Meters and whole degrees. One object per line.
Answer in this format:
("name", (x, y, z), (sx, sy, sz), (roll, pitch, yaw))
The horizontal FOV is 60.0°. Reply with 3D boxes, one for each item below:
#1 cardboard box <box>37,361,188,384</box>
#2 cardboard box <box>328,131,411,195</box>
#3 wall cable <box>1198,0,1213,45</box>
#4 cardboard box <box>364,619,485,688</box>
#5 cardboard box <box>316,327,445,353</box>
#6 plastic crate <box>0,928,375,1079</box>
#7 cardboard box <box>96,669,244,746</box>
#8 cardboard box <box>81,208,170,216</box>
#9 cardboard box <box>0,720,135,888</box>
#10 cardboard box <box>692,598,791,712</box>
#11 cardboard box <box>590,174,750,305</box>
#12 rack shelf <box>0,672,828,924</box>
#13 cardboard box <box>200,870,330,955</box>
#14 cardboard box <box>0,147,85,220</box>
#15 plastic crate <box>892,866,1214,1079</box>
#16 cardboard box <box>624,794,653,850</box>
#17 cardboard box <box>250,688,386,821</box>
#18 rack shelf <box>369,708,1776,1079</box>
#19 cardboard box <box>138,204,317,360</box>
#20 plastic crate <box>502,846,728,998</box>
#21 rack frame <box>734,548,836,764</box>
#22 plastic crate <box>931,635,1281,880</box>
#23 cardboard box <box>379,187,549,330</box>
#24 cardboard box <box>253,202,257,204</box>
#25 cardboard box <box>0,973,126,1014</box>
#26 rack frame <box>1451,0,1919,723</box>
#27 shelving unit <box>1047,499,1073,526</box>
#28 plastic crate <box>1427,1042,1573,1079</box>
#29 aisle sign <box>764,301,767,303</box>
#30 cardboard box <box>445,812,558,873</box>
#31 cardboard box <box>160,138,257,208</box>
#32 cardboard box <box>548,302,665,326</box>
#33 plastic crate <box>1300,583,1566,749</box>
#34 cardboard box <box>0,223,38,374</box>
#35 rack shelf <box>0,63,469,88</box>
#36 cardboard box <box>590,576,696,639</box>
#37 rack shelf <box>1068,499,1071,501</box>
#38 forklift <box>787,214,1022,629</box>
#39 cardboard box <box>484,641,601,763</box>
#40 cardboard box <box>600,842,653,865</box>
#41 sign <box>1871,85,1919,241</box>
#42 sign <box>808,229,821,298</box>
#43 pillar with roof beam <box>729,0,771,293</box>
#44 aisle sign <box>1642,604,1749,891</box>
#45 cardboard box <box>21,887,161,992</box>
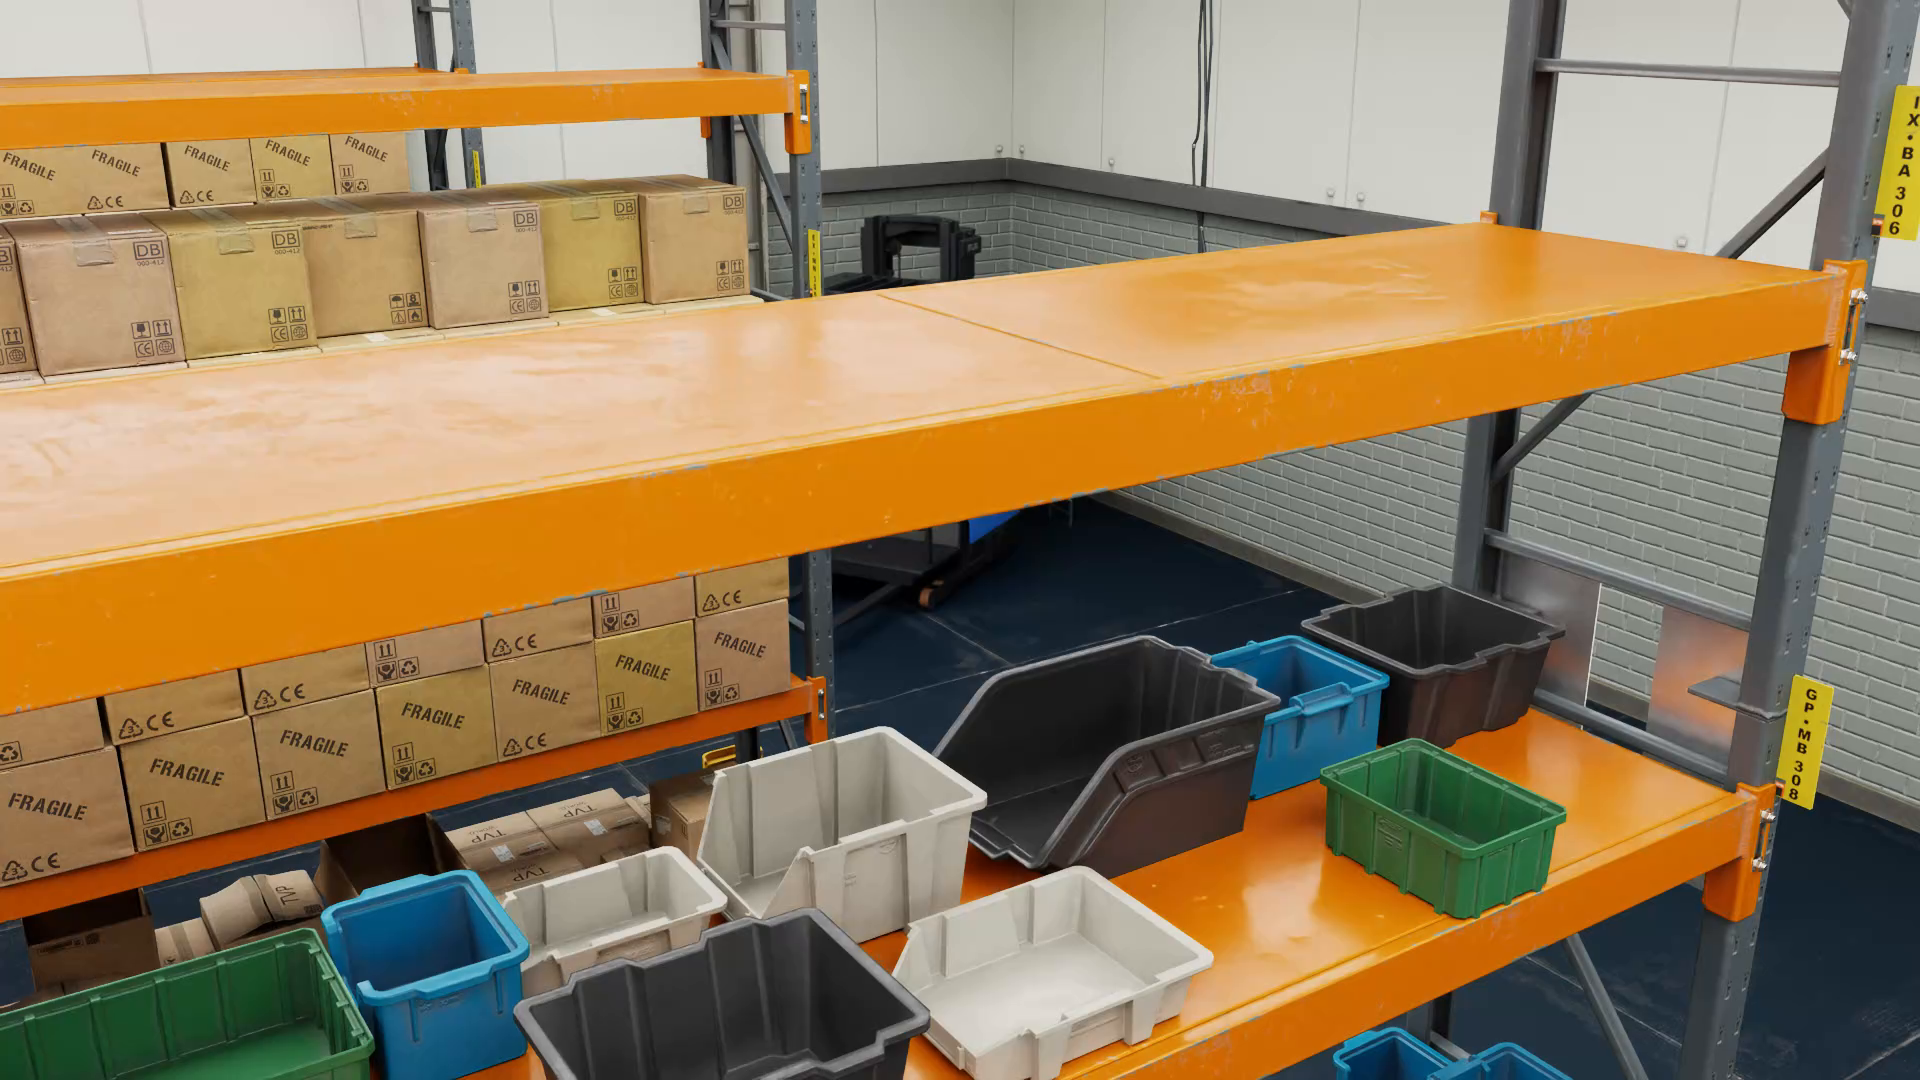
("cardboard box", (-3.353, -0.593, 6.584), (0.500, 0.250, 0.500), (-12, 22, -31))
("cardboard box", (-4.160, -2.677, 11.546), (0.500, 0.500, 0.500), (-12, 22, -32))
("wall cable", (2.709, -4.868, 12.054), (0.112, 2.526, 3.097), (-12, 22, -31))
("cardboard box", (-2.473, 0.301, 7.455), (0.500, 0.500, 0.500), (-11, 22, -30))
("cardboard box", (-2.511, -0.766, 7.096), (0.500, 0.250, 0.500), (-12, 22, -31))
("plastic crate", (-1.403, 0.951, 2.894), (0.662, 0.188, 0.450), (-12, 22, -31))
("cardboard box", (-3.333, 0.482, 6.918), (0.500, 0.500, 0.500), (-13, 22, -33))
("cardboard box", (-5.460, -2.048, 10.858), (0.500, 0.250, 0.500), (-13, 22, -33))
("cardboard box", (-3.737, 1.038, 6.836), (0.500, 0.500, 0.500), (-11, 22, -30))
("cardboard box", (-1.196, 0.502, 8.421), (0.500, 0.500, 0.500), (-11, 22, -30))
("cardboard box", (-1.391, -1.450, 7.949), (0.500, 0.500, 0.700), (-12, 22, -31))
("rack shelf", (-2.642, 1.090, 7.959), (4.000, 0.370, 1.077), (-12, 22, -31))
("cardboard box", (-3.366, 1.859, 8.074), (0.500, 0.311, 0.500), (-12, 22, -31))
("cardboard box", (-5.864, -2.317, 10.481), (0.500, 0.500, 0.500), (-12, 22, -33))
("plastic crate", (0.160, 0.857, 3.254), (0.530, 0.136, 0.437), (-12, 22, -31))
("cardboard box", (-1.719, 1.557, 9.193), (0.250, 0.166, 0.380), (-12, 22, -31))
("cardboard box", (-2.892, 0.859, 7.364), (0.500, 0.500, 0.500), (-12, 22, -32))
("rack shelf", (0.079, 0.995, 3.558), (4.000, 0.370, 1.077), (-12, 22, -31))
("cardboard box", (-3.017, -1.076, 6.842), (0.500, 0.500, 0.700), (-12, 22, -31))
("plastic crate", (-0.738, 0.806, 3.406), (0.466, 0.136, 0.293), (-12, 22, -31))
("rack frame", (-0.971, 0.397, 8.886), (0.127, 3.000, 1.000), (-12, 22, -31))
("plastic crate", (0.323, 0.527, 3.916), (0.767, 0.338, 0.504), (-12, 22, -31))
("cardboard box", (-2.214, -1.268, 7.410), (0.500, 0.500, 0.700), (-12, 22, -31))
("cardboard box", (-4.599, -2.231, 11.400), (0.500, 0.250, 0.500), (-13, 23, -33))
("cardboard box", (-3.843, 2.151, 7.209), (0.500, 0.311, 0.500), (-12, 22, -31))
("rack frame", (1.750, -1.119, 4.004), (0.127, 3.000, 1.000), (-12, 22, -31))
("shelving unit", (0.595, -0.843, 14.896), (0.755, 1.500, 0.431), (-10, 21, -27))
("plastic crate", (1.573, 1.787, 4.627), (0.499, 0.435, 0.616), (-12, 22, -31))
("aisle sign", (-1.076, -0.925, 8.737), (0.004, 0.787, 0.394), (-12, 22, -31))
("cardboard box", (-2.417, 1.688, 8.676), (0.500, 0.250, 0.500), (-12, 22, -31))
("cardboard box", (-5.015, -2.497, 11.016), (0.500, 0.500, 0.500), (-13, 23, -34))
("cardboard box", (-1.678, -0.943, 7.619), (0.500, 0.250, 0.500), (-12, 22, -31))
("plastic crate", (1.275, 0.357, 4.525), (0.590, 0.269, 0.497), (-12, 22, -31))
("cardboard box", (-3.927, -0.936, 6.429), (0.500, 0.500, 0.700), (-12, 22, -31))
("rack shelf", (-5.369, -2.886, 10.979), (4.000, 0.370, 1.077), (-12, 22, -31))
("cardboard box", (-1.613, 0.118, 7.996), (0.500, 0.500, 0.500), (-11, 22, -30))
("rack shelf", (0.595, -0.534, 15.000), (0.720, 0.370, 0.431), (-10, 21, -27))
("forklift", (-0.569, -1.005, 13.142), (1.130, 2.935, 3.031), (9, 21, 25))
("cardboard box", (-2.047, 0.680, 7.892), (0.500, 0.500, 0.500), (-12, 22, -31))
("cardboard box", (-1.678, 1.740, 8.651), (0.250, 0.166, 0.380), (-12, 22, -31))
("sign", (2.066, -0.822, 3.629), (0.005, 0.325, 0.100), (-12, 22, -31))
("sign", (-0.683, -1.291, 7.814), (0.005, 0.325, 0.100), (-12, 22, -31))
("pillar with roof beam", (0.448, -3.324, 10.527), (0.400, 9.000, 9.100), (-12, 22, -31))
("aisle sign", (1.971, 0.557, 4.354), (0.004, 0.787, 0.394), (-12, 22, -31))
("cardboard box", (-3.992, 1.901, 7.653), (0.500, 0.500, 0.500), (-12, 22, -31))
